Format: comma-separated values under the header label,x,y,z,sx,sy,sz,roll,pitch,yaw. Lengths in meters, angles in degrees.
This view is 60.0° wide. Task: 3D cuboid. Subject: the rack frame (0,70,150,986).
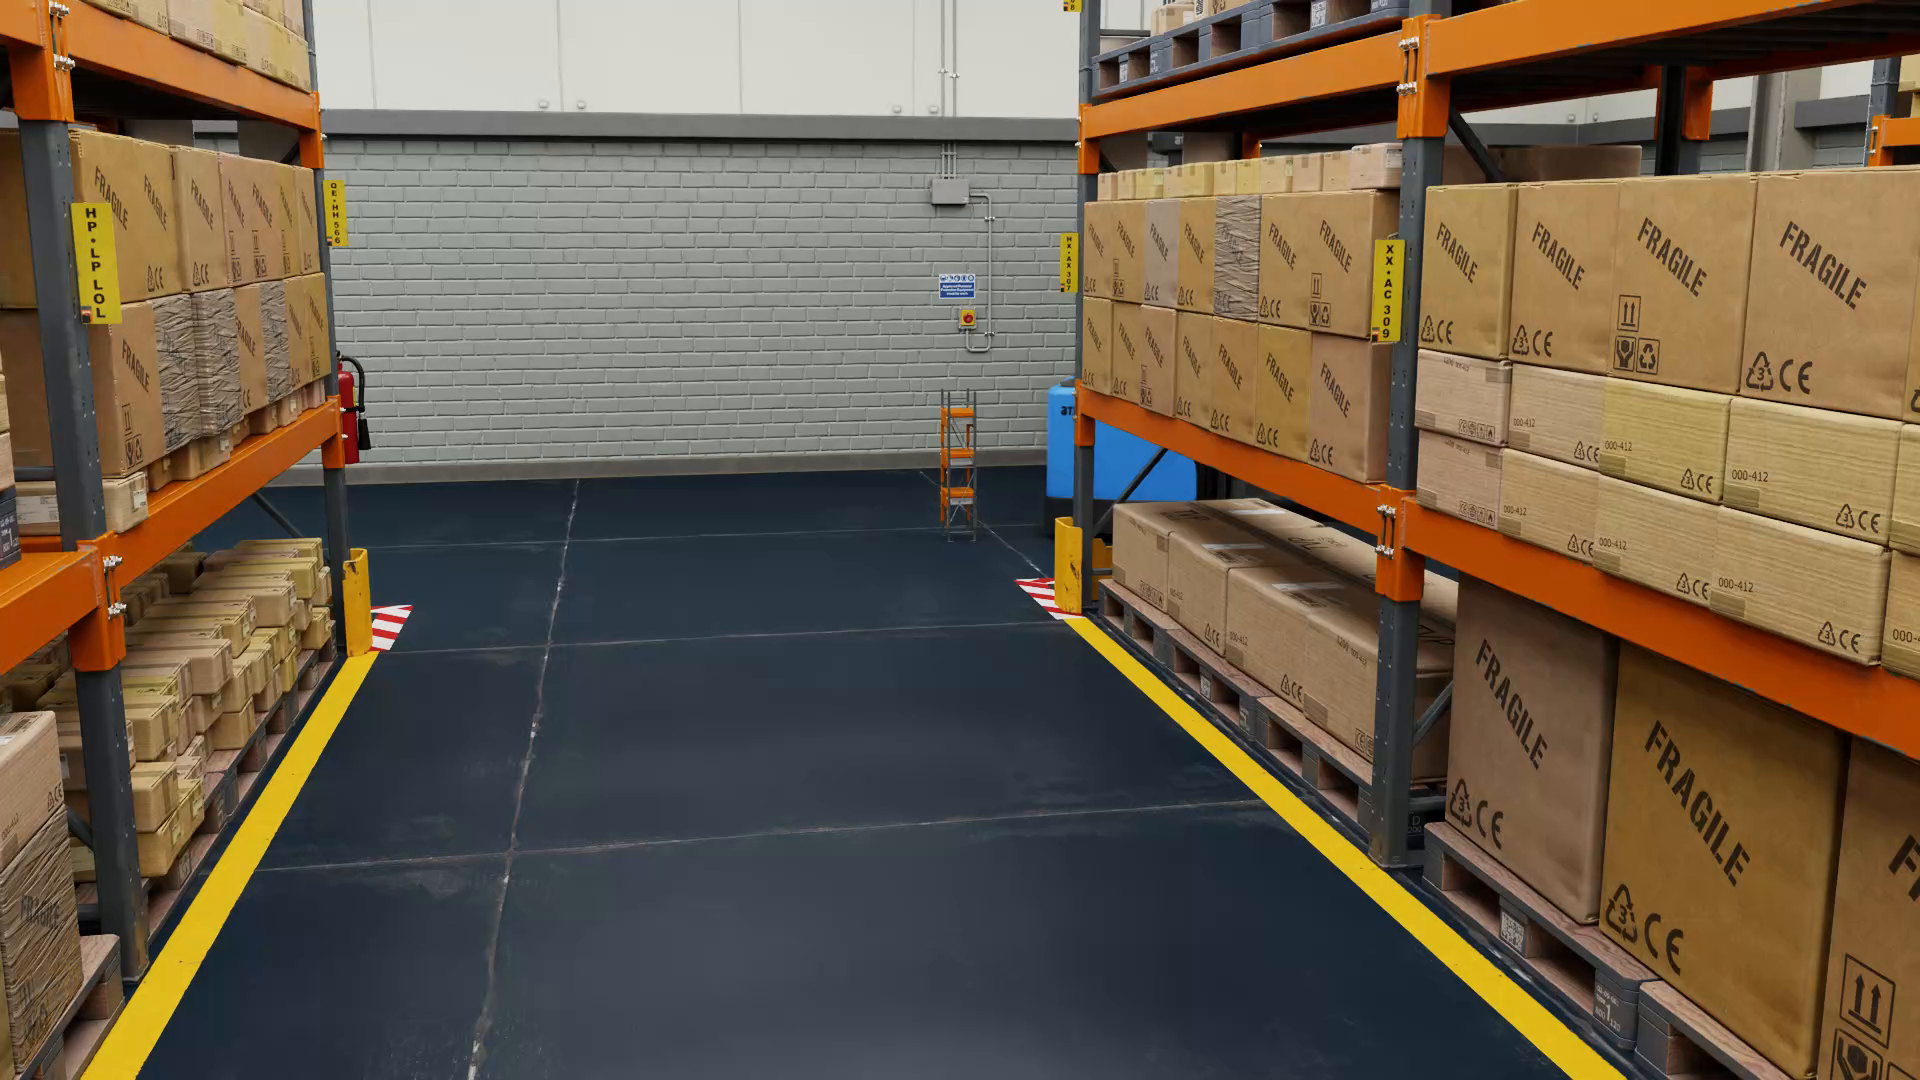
label,x,y,z,sx,sy,sz,roll,pitch,yaw
rack frame,-2.904,-0.166,4.546,1.000,3.000,0.127,-2,11,-11

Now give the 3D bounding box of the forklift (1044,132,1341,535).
label,x,y,z,sx,sy,sz,roll,pitch,yaw
forklift,2.164,-1.468,11.572,3.031,2.935,1.130,2,11,11

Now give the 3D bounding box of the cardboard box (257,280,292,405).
label,x,y,z,sx,sy,sz,roll,pitch,yaw
cardboard box,-3.139,-0.834,6.995,0.500,0.500,0.500,-2,11,-11

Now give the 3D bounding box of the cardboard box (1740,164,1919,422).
label,x,y,z,sx,sy,sz,roll,pitch,yaw
cardboard box,2.063,-0.535,3.542,0.500,0.500,0.500,-2,11,-12

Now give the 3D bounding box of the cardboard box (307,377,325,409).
label,x,y,z,sx,sy,sz,roll,pitch,yaw
cardboard box,-3.342,-0.727,8.164,0.380,0.149,0.250,-2,11,-11

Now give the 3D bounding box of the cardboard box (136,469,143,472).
label,x,y,z,sx,sy,sz,roll,pitch,yaw
cardboard box,-2.762,-0.151,5.140,0.380,0.149,0.250,-2,11,-9

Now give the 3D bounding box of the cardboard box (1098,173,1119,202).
label,x,y,z,sx,sy,sz,roll,pitch,yaw
cardboard box,0.951,-1.882,8.885,0.380,0.149,0.250,-2,11,-10

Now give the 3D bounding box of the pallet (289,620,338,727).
label,x,y,z,sx,sy,sz,roll,pitch,yaw
pallet,-3.544,0.635,7.798,1.003,0.211,1.213,-2,11,-11

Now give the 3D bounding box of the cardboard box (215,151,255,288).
label,x,y,z,sx,sy,sz,roll,pitch,yaw
cardboard box,-3.035,-1.226,6.380,0.500,0.500,0.500,-3,11,-13

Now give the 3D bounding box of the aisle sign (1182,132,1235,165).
label,x,y,z,sx,sy,sz,roll,pitch,yaw
aisle sign,1.444,-2.400,9.329,0.394,0.787,0.004,-2,11,-11

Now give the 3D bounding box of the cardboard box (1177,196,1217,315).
label,x,y,z,sx,sy,sz,roll,pitch,yaw
cardboard box,1.280,-1.260,7.352,0.500,0.500,0.500,-2,11,-11

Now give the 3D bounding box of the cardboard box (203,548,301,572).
label,x,y,z,sx,sy,sz,roll,pitch,yaw
cardboard box,-3.338,0.138,7.857,0.380,0.149,0.250,-2,11,-10

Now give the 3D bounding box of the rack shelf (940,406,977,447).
label,x,y,z,sx,sy,sz,roll,pitch,yaw
rack shelf,-0.010,-0.794,11.599,0.215,0.259,0.240,-2,11,-11

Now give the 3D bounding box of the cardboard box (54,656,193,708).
label,x,y,z,sx,sy,sz,roll,pitch,yaw
cardboard box,-2.934,0.521,5.847,0.380,0.149,0.250,-2,11,-12

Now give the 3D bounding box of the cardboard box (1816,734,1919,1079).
label,x,y,z,sx,sy,sz,roll,pitch,yaw
cardboard box,2.487,0.913,3.436,0.875,0.875,0.875,-2,11,-10

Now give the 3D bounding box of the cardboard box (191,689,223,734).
label,x,y,z,sx,sy,sz,roll,pitch,yaw
cardboard box,-2.961,0.617,6.141,0.380,0.149,0.250,-2,11,-8

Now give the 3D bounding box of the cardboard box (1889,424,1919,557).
label,x,y,z,sx,sy,sz,roll,pitch,yaw
cardboard box,2.143,-0.069,3.103,0.500,0.250,0.500,-2,11,-12

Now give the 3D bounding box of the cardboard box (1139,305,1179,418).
label,x,y,z,sx,sy,sz,roll,pitch,yaw
cardboard box,1.172,-0.863,7.941,0.500,0.500,0.500,-2,11,-11

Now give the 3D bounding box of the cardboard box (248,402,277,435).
label,x,y,z,sx,sy,sz,roll,pitch,yaw
cardboard box,-3.172,-0.539,7.177,0.380,0.149,0.250,-3,11,-14

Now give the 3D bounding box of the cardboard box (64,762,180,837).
label,x,y,z,sx,sy,sz,roll,pitch,yaw
cardboard box,-2.661,0.804,5.156,0.380,0.149,0.250,-2,11,-8

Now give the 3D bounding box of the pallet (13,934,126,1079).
label,x,y,z,sx,sy,sz,roll,pitch,yaw
pallet,-2.752,1.347,4.057,1.003,0.211,1.213,-2,11,-11

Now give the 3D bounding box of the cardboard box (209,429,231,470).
label,x,y,z,sx,sy,sz,roll,pitch,yaw
cardboard box,-2.942,-0.346,6.165,0.380,0.149,0.250,-2,11,-8

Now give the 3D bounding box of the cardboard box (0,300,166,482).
label,x,y,z,sx,sy,sz,roll,pitch,yaw
cardboard box,-2.754,-0.461,5.034,0.500,0.500,0.500,-2,11,-12

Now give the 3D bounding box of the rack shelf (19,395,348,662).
label,x,y,z,sx,sy,sz,roll,pitch,yaw
rack shelf,-3.293,-0.179,6.540,1.077,0.370,4.000,-2,11,-11

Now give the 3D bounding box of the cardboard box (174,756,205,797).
label,x,y,z,sx,sy,sz,roll,pitch,yaw
cardboard box,-2.811,0.857,5.672,0.380,0.149,0.250,-2,11,-11

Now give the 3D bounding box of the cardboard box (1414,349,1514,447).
label,x,y,z,sx,sy,sz,roll,pitch,yaw
cardboard box,1.740,-0.445,5.078,0.500,0.250,0.500,-2,11,-13

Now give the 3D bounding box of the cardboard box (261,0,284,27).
label,x,y,z,sx,sy,sz,roll,pitch,yaw
cardboard box,-3.243,-2.376,7.199,0.500,0.250,0.500,-2,11,-13

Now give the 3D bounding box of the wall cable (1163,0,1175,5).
label,x,y,z,sx,sy,sz,roll,pitch,yaw
wall cable,3.249,-5.218,14.943,2.988,3.039,0.133,-2,11,-11

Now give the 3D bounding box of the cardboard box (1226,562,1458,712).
label,x,y,z,sx,sy,sz,roll,pitch,yaw
cardboard box,1.740,0.405,7.277,0.875,0.438,0.875,-2,11,-13

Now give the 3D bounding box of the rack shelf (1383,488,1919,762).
label,x,y,z,sx,sy,sz,roll,pitch,yaw
rack shelf,2.320,0.356,3.729,1.077,0.370,4.000,-2,11,-11

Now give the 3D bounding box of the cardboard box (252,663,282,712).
label,x,y,z,sx,sy,sz,roll,pitch,yaw
cardboard box,-3.054,0.619,6.924,0.380,0.149,0.250,-2,11,-10

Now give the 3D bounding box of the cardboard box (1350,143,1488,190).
label,x,y,z,sx,sy,sz,roll,pitch,yaw
cardboard box,1.559,-1.268,5.661,0.380,0.149,0.250,-2,11,-12

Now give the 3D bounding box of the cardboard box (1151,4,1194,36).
label,x,y,z,sx,sy,sz,roll,pitch,yaw
cardboard box,1.139,-2.496,8.045,0.380,0.149,0.250,-2,11,-9

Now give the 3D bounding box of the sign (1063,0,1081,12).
label,x,y,z,sx,sy,sz,roll,pitch,yaw
sign,0.608,-3.021,8.974,0.100,0.325,0.005,-2,11,-11

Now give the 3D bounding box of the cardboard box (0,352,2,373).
label,x,y,z,sx,sy,sz,roll,pitch,yaw
cardboard box,-2.635,-0.475,4.125,0.380,0.149,0.250,-2,11,-8

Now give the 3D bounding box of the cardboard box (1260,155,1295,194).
label,x,y,z,sx,sy,sz,roll,pitch,yaw
cardboard box,1.425,-1.457,6.653,0.380,0.149,0.250,-2,11,-11

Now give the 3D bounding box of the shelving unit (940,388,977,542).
label,x,y,z,sx,sy,sz,roll,pitch,yaw
shelving unit,-0.010,-0.526,11.650,0.215,1.050,0.252,-2,11,-11

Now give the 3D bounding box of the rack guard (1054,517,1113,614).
label,x,y,z,sx,sy,sz,roll,pitch,yaw
rack guard,1.149,0.125,9.700,1.175,0.500,0.348,-2,11,-11

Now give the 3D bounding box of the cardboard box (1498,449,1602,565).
label,x,y,z,sx,sy,sz,roll,pitch,yaw
cardboard box,1.860,-0.106,4.630,0.500,0.250,0.500,-2,11,-12

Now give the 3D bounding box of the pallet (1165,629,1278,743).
label,x,y,z,sx,sy,sz,roll,pitch,yaw
pallet,1.620,0.639,7.775,1.003,0.211,1.213,-2,11,-11

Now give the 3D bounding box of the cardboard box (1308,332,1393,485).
label,x,y,z,sx,sy,sz,roll,pitch,yaw
cardboard box,1.591,-0.489,5.978,0.500,0.500,0.500,-2,11,-10

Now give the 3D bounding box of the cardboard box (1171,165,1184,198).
label,x,y,z,sx,sy,sz,roll,pitch,yaw
cardboard box,1.189,-1.643,7.632,0.380,0.149,0.250,-2,11,-10

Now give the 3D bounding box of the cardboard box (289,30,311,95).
label,x,y,z,sx,sy,sz,roll,pitch,yaw
cardboard box,-3.334,-2.226,7.746,0.500,0.250,0.500,-2,11,-12

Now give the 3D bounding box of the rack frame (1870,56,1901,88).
label,x,y,z,sx,sy,sz,roll,pitch,yaw
rack frame,6.022,-4.226,9.834,1.000,3.000,0.127,-2,11,-11

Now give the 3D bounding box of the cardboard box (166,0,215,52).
label,x,y,z,sx,sy,sz,roll,pitch,yaw
cardboard box,-2.924,-1.848,5.762,0.500,0.250,0.500,-2,11,-9

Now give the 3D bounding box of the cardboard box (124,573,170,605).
label,x,y,z,sx,sy,sz,roll,pitch,yaw
cardboard box,-3.689,0.250,7.269,0.380,0.149,0.250,-3,11,-14

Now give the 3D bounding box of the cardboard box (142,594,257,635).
label,x,y,z,sx,sy,sz,roll,pitch,yaw
cardboard box,-3.126,0.331,6.847,0.380,0.149,0.250,-3,11,-13

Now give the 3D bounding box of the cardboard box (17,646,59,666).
label,x,y,z,sx,sy,sz,roll,pitch,yaw
cardboard box,-3.490,0.493,5.996,0.380,0.149,0.250,-3,11,-14

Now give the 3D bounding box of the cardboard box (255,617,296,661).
label,x,y,z,sx,sy,sz,roll,pitch,yaw
cardboard box,-3.084,0.425,7.149,0.380,0.149,0.250,-2,11,-10
